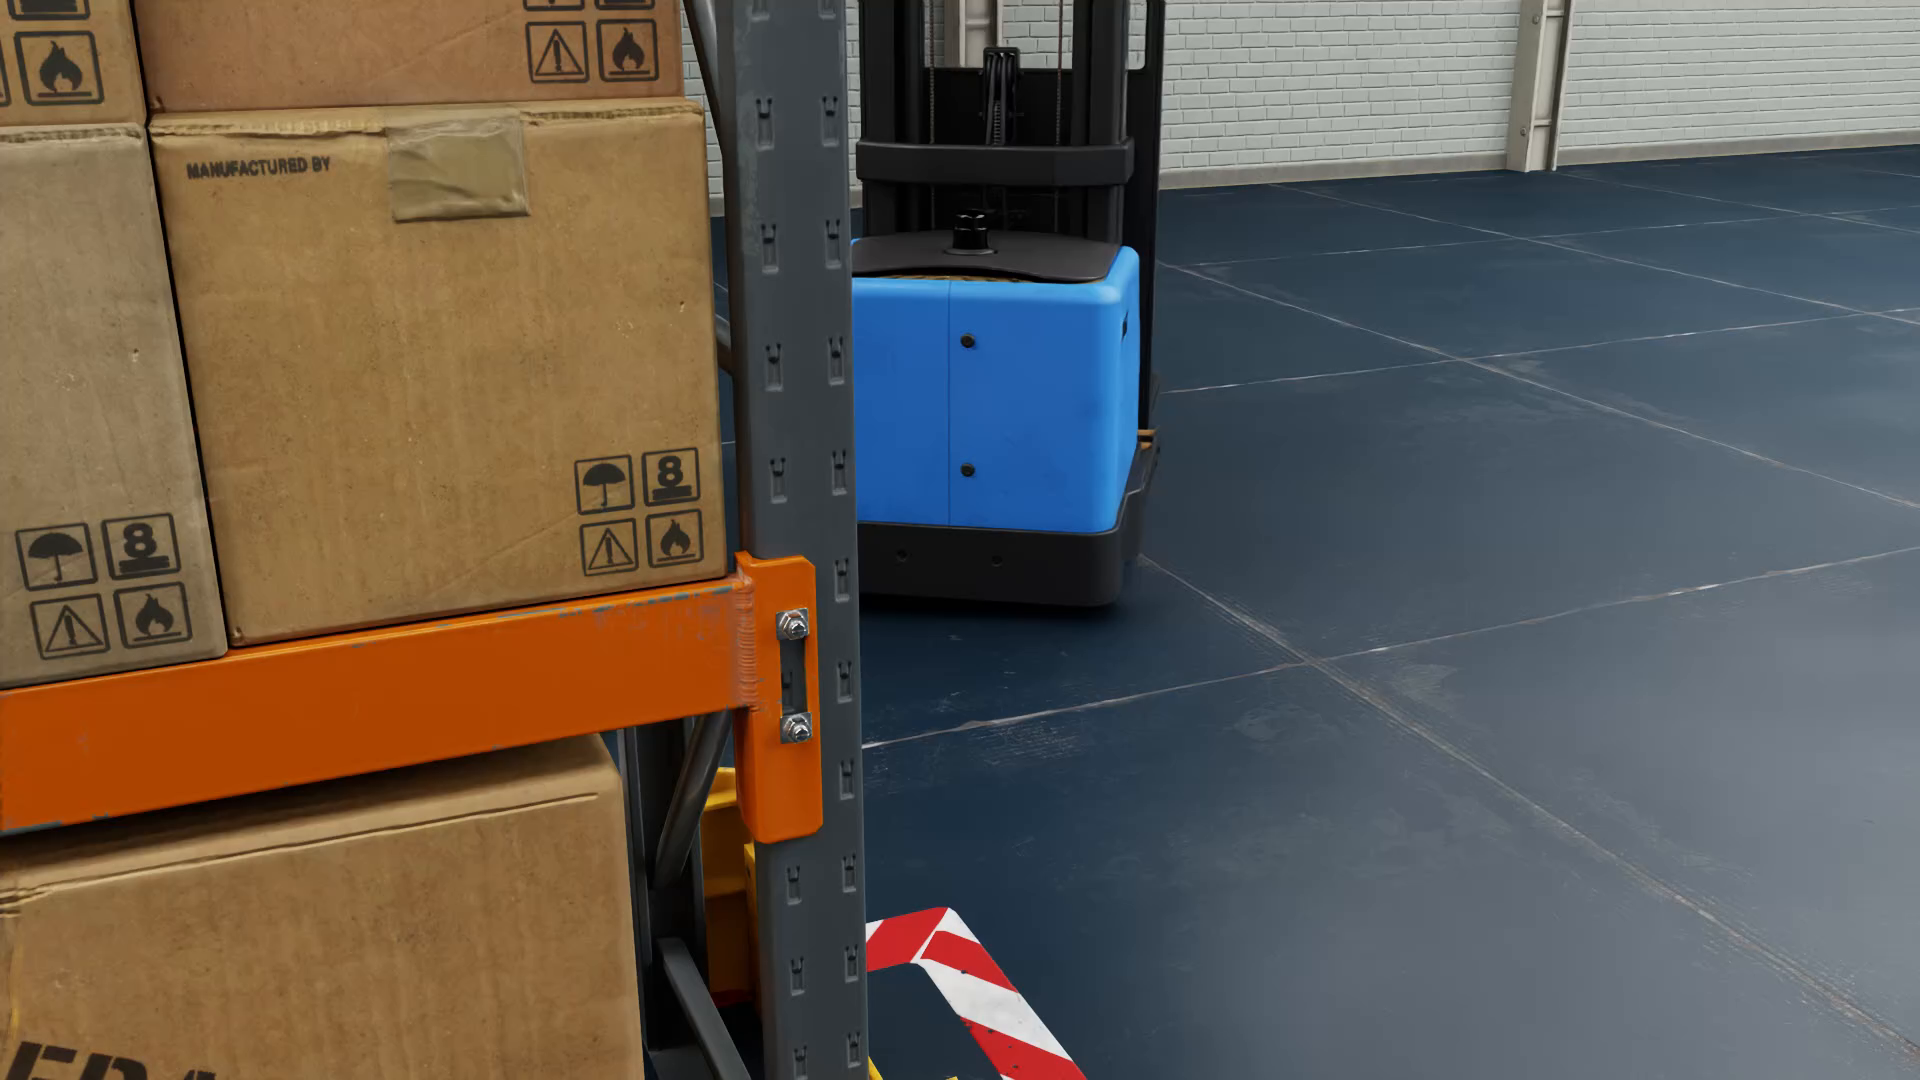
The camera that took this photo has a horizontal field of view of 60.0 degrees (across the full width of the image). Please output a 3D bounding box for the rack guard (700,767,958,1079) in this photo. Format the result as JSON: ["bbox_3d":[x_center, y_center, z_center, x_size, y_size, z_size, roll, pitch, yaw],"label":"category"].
[{"bbox_3d":[-0.354,0.875,2.785,0.348,0.500,1.175,-8,21,-22],"label":"rack guard"}]

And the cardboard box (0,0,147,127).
[{"bbox_3d":[-1.200,-0.744,1.766,0.550,0.550,0.875,-8,21,-22],"label":"cardboard box"}]

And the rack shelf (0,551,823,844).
[{"bbox_3d":[-2.212,0.301,1.733,4.000,0.370,1.077,-8,21,-22],"label":"rack shelf"}]

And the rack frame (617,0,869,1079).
[{"bbox_3d":[-0.376,-0.301,2.361,0.127,3.000,1.000,-8,21,-22],"label":"rack frame"}]

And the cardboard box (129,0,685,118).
[{"bbox_3d":[-0.732,-0.844,2.052,0.550,0.550,0.875,-8,21,-22],"label":"cardboard box"}]

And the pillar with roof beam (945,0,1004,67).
[{"bbox_3d":[1.819,-5.800,8.945,0.400,9.000,9.100,-8,21,-22],"label":"pillar with roof beam"}]

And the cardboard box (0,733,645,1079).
[{"bbox_3d":[-0.972,0.612,2.333,0.875,0.875,0.875,-8,21,-22],"label":"cardboard box"}]

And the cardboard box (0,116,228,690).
[{"bbox_3d":[-1.195,-0.230,1.934,0.550,0.550,0.875,-8,21,-22],"label":"cardboard box"}]

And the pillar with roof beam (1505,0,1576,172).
[{"bbox_3d":[7.329,-6.589,11.187,0.400,9.000,9.100,-8,21,-22],"label":"pillar with roof beam"}]

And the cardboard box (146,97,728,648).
[{"bbox_3d":[-0.699,-0.309,2.158,0.550,0.550,0.875,-8,21,-22],"label":"cardboard box"}]

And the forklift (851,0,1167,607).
[{"bbox_3d":[0.225,-1.624,6.220,1.130,2.935,3.031,3,20,9],"label":"forklift"}]
